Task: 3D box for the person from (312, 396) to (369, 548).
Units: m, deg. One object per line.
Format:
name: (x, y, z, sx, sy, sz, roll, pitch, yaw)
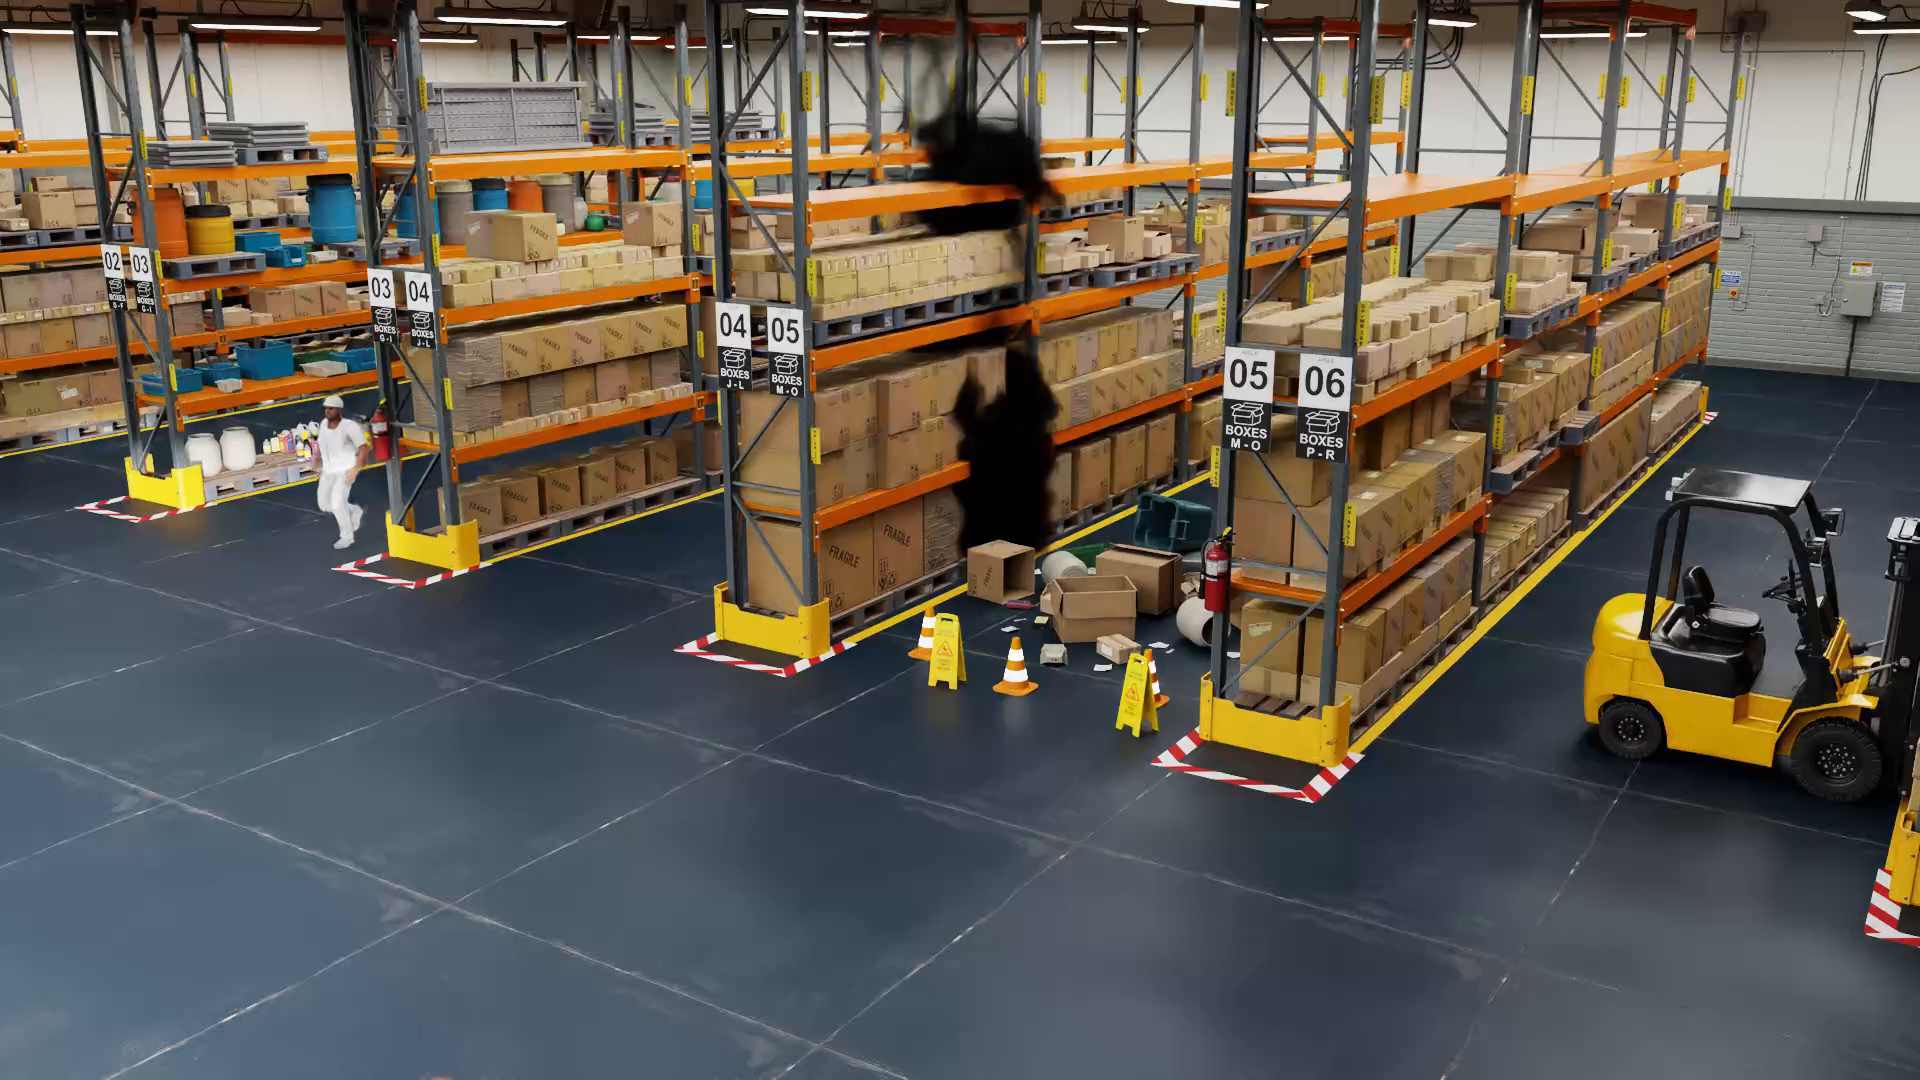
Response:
person: (-7.033, -0.790, 18.876, 0.734, 1.729, 0.551, 8, 18, 28)
